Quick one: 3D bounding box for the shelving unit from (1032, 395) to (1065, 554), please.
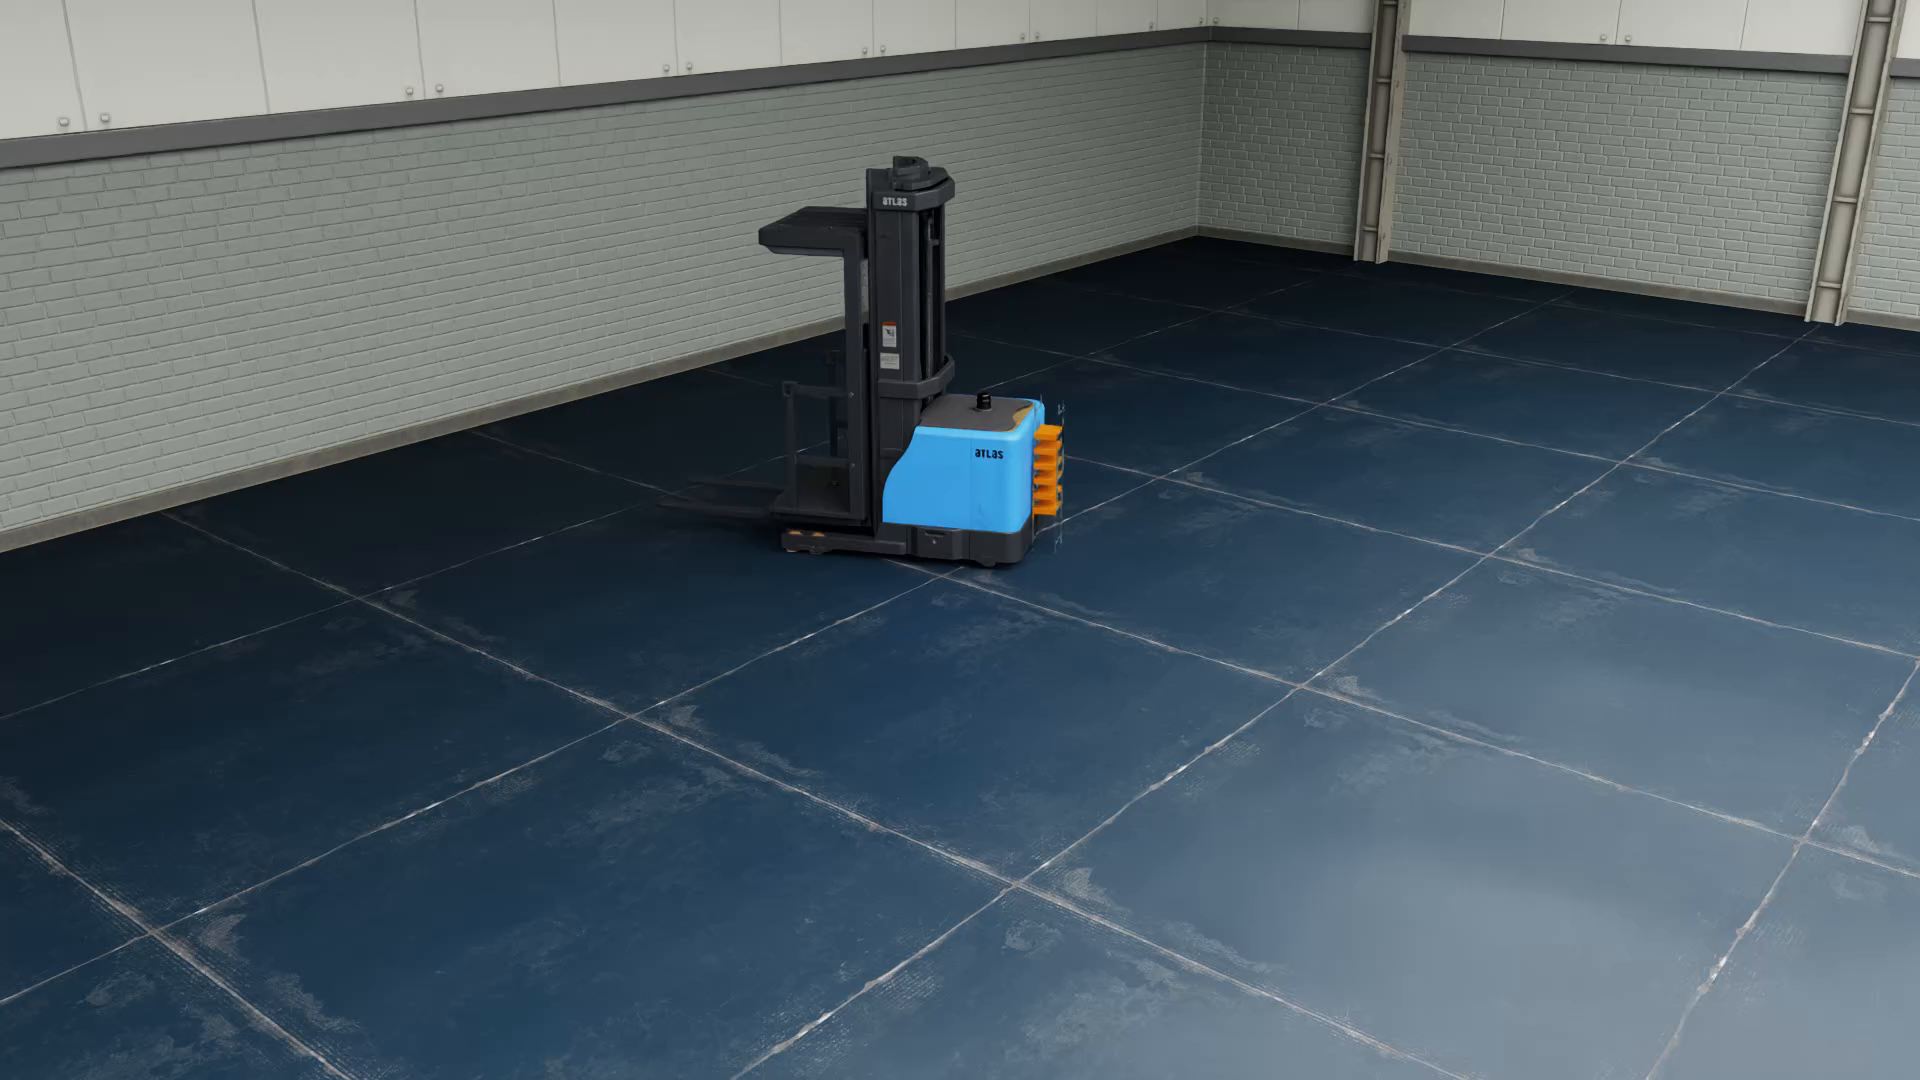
[{"bbox_3d":[0.680,-0.503,12.803,0.189,1.200,0.258,5,21,13],"label":"shelving unit"}]

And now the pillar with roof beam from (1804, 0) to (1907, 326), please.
[{"bbox_3d":[7.798,-5.696,15.518,0.400,9.000,9.100,16,26,36],"label":"pillar with roof beam"}]

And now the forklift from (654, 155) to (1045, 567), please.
[{"bbox_3d":[-0.899,-1.432,12.812,3.031,2.935,1.130,5,21,13],"label":"forklift"}]

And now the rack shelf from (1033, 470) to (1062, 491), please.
[{"bbox_3d":[0.680,-0.462,12.818,0.180,0.103,0.258,5,21,13],"label":"rack shelf"}]

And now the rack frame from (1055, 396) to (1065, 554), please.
[{"bbox_3d":[0.768,-0.495,12.781,0.006,1.200,0.240,5,21,13],"label":"rack frame"}]

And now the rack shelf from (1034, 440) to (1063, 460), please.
[{"bbox_3d":[0.680,-0.686,12.734,0.180,0.103,0.258,5,21,13],"label":"rack shelf"}]

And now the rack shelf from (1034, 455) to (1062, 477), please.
[{"bbox_3d":[0.680,-0.574,12.776,0.180,0.103,0.258,5,21,13],"label":"rack shelf"}]

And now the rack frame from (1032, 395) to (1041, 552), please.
[{"bbox_3d":[0.591,-0.511,12.824,0.006,1.200,0.240,5,21,13],"label":"rack frame"}]

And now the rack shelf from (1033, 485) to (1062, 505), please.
[{"bbox_3d":[0.680,-0.350,12.861,0.180,0.103,0.258,5,21,13],"label":"rack shelf"}]

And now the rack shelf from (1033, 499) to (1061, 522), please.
[{"bbox_3d":[0.680,-0.237,12.903,0.180,0.103,0.258,5,21,13],"label":"rack shelf"}]

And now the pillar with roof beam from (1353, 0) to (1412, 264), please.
[{"bbox_3d":[3.149,-7.034,19.068,0.400,9.000,9.100,16,26,36],"label":"pillar with roof beam"}]

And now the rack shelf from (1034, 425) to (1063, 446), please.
[{"bbox_3d":[0.680,-0.799,12.691,0.180,0.103,0.258,5,21,13],"label":"rack shelf"}]
